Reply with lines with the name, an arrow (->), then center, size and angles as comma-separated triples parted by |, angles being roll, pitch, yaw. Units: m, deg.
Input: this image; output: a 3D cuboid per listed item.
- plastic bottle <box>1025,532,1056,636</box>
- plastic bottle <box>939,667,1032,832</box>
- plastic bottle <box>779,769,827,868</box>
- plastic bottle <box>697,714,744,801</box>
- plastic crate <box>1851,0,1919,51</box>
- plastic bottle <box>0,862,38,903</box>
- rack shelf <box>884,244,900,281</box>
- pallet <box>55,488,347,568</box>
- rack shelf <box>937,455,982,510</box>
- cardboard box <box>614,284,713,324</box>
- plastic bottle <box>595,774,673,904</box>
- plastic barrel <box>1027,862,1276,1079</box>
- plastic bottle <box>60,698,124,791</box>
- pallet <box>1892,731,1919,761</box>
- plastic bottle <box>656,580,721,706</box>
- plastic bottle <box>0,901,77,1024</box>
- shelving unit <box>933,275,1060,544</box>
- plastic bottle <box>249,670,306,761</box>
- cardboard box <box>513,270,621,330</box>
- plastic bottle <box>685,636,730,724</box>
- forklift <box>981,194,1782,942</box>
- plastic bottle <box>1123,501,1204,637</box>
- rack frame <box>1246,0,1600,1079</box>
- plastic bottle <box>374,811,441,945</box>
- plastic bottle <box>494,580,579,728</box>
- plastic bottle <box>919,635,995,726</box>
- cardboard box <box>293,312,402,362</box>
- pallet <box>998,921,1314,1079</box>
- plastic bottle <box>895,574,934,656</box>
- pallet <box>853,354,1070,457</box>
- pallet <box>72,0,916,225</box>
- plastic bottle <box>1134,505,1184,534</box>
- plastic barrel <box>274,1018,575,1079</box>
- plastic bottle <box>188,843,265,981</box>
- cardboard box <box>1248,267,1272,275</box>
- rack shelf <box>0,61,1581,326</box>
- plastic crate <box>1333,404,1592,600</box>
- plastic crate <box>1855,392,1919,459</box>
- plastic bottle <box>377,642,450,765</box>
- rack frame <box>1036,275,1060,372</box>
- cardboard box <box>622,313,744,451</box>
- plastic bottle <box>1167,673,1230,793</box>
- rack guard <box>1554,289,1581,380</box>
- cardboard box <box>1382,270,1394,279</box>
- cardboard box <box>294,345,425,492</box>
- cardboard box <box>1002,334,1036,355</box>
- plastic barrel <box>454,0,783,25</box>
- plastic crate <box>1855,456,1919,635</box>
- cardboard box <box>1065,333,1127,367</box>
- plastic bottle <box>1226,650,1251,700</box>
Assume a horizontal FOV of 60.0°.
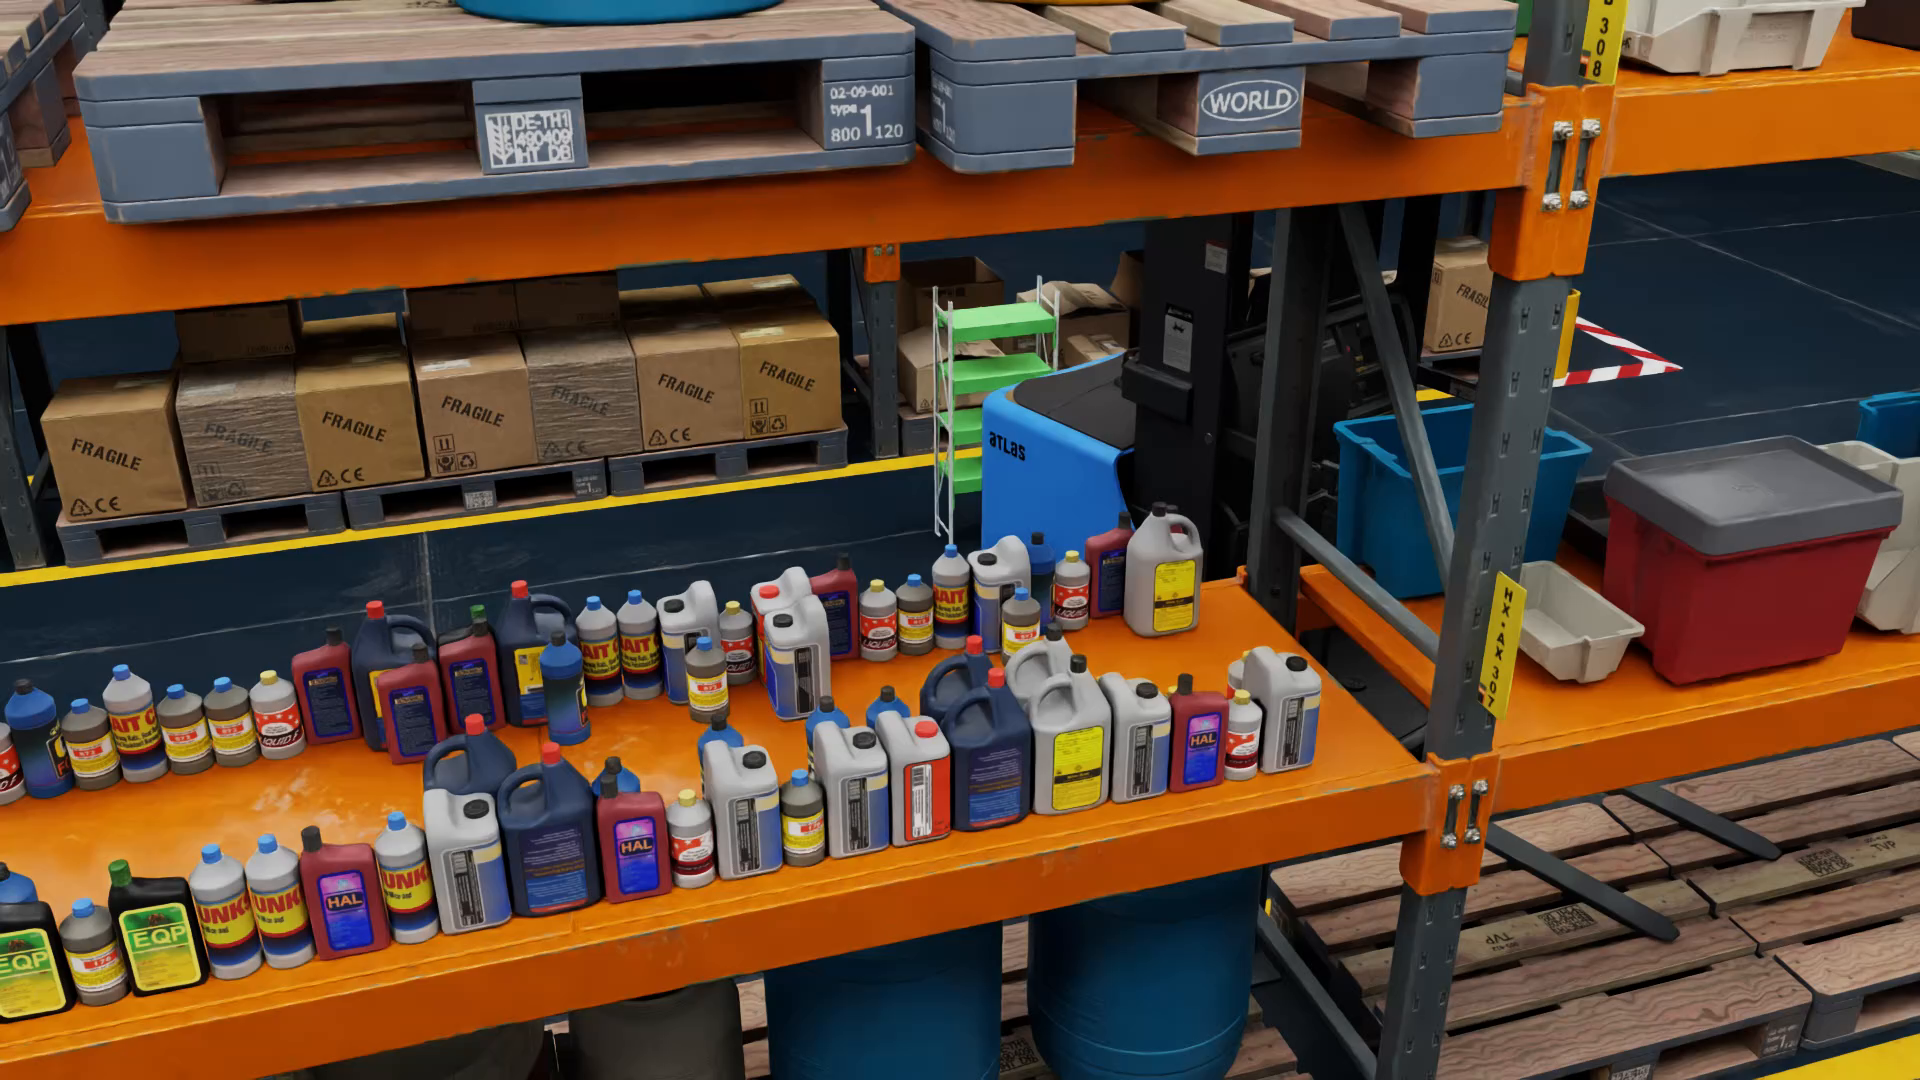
plastic bottle -> 0.198, 0.107, 4.307 | 0.097, 0.271, 0.097 | 0, 26, 0
plastic bottle -> 0.054, 0.436, 3.554 | 0.185, 0.351, 0.144 | -8, 28, -16
plastic bottle -> -0.329, 0.569, 3.453 | 0.097, 0.201, 0.097 | 0, 26, 0
plastic bottle -> -0.504, 0.492, 3.530 | 0.097, 0.271, 0.097 | 0, 26, 0
plastic crate -> 2.269, -1.217, 3.601 | 0.590, 0.269, 0.497 | -8, 28, -16
plastic bottle -> -1.749, 0.715, 3.081 | 0.097, 0.271, 0.097 | 0, 26, 0
rack shelf -> 1.374, -1.924, 9.062 | 4.000, 0.370, 1.077 | -8, 28, -16
pallet -> -3.610, -0.258, 8.033 | 1.213, 0.211, 1.003 | -8, 28, -16
rack shelf -> 0.157, -0.288, 7.664 | 0.480, 0.148, 0.258 | -8, 28, -16
cardboard box -> -1.567, -1.007, 8.721 | 0.500, 0.500, 0.500 | -8, 27, -15
plastic bottle -> -0.653, 0.588, 3.323 | 0.133, 0.283, 0.061 | -8, 28, -16
plastic barrel -> 0.480, 0.943, 4.365 | 0.708, 0.901, 0.600 | -8, 28, -16
plastic bottle -> -1.936, 0.447, 3.700 | 0.097, 0.201, 0.097 | 0, 26, 0
pallet -> 4.010, 0.919, 5.662 | 1.213, 0.211, 1.003 | -8, 28, -16
plastic bottle -> -0.657, 0.241, 4.030 | 0.135, 0.276, 0.152 | -8, 28, -16
plastic bottle -> -1.708, 0.741, 3.016 | 0.133, 0.283, 0.061 | -8, 28, -16
shelving unit -> 0.157, -0.560, 7.529 | 0.503, 1.200, 0.258 | -8, 28, -16
plastic bottle -> -1.566, 0.393, 3.808 | 0.097, 0.201, 0.097 | 0, 26, 0
cardboard box -> -2.014, -1.283, 8.435 | 0.500, 0.250, 0.500 | -8, 28, -16
plastic bottle -> -0.600, 0.325, 3.946 | 0.097, 0.201, 0.097 | 0, 26, 0
forklift -> 1.389, -0.552, 5.566 | 1.130, 2.935, 3.031 | -20, 33, -34
plastic bottle -> 0.529, 0.063, 4.306 | 0.185, 0.351, 0.144 | -8, 28, -16
rack frame -> 1.003, 0.124, 4.128 | 0.127, 3.000, 1.000 | -8, 28, -16
plastic bottle -> -1.072, 0.646, 3.221 | 0.097, 0.271, 0.097 | 0, 26, 0
plastic bottle -> -0.995, 0.255, 3.919 | 0.185, 0.351, 0.144 | -8, 28, -16
plastic bottle -> 0.009, 0.375, 3.677 | 0.185, 0.351, 0.144 | -8, 28, -16
cardboard box -> -3.022, -0.797, 8.299 | 0.500, 0.500, 0.500 | -9, 28, -18
pallet -> 0.256, 1.461, 4.569 | 1.213, 0.211, 1.003 | -8, 28, -16
plastic bottle -> -0.115, 0.183, 4.231 | 0.097, 0.201, 0.097 | 0, 26, 0
pallet -> 0.125, -0.816, 9.157 | 1.213, 0.211, 1.003 | -8, 28, -16
pallet -> -0.790, -0.829, 2.885 | 1.213, 0.211, 1.003 | -8, 28, -16
plastic bottle -> 0.522, 0.046, 4.415 | 0.133, 0.283, 0.061 | -8, 28, -16
plastic barrel -> -1.267, 1.336, 3.925 | 0.708, 0.588, 0.600 | -8, 28, -16
plastic bottle -> -1.384, 0.691, 3.130 | 0.097, 0.271, 0.097 | 0, 26, 0
cardboard box -> 1.720, -1.395, 9.784 | 0.500, 0.250, 0.500 | -8, 28, -16
rack shelf -> -0.899, -0.622, 3.066 | 4.000, 0.370, 1.077 | -8, 28, -16
plastic crate -> 1.341, -0.105, 4.538 | 0.575, 0.384, 0.392 | -8, 28, -16
plastic crate -> 2.932, -0.262, 5.025 | 0.300, 0.233, 0.416 | -8, 28, -16
plastic bottle -> -1.241, 0.369, 3.765 | 0.133, 0.283, 0.061 | -8, 28, -16
rack frame -> 0.389, -0.594, 7.597 | 0.015, 1.200, 0.240 | -8, 28, -16
cardboard box -> -1.381, -0.795, 8.295 | 0.500, 0.500, 0.500 | -8, 28, -16
plastic bottle -> 0.522, 0.418, 3.666 | 0.133, 0.283, 0.061 | -8, 28, -16
rack guard -> 3.203, -1.392, 9.992 | 0.348, 0.500, 1.175 | -8, 28, -16
cardboard box -> 2.771, -1.530, 10.170 | 0.250, 0.149, 0.380 | -8, 28, -16
cardboard box -> -2.835, -0.581, 7.864 | 0.500, 0.500, 0.500 | -9, 28, -17
cardboard box -> 0.264, -1.167, 9.438 | 0.250, 0.149, 0.380 | -8, 28, -16
plastic barrel -> -0.573, -1.333, 2.652 | 0.708, 0.901, 0.600 | -8, 28, -16
plastic crate -> 2.512, 0.017, 4.408 | 0.530, 0.282, 0.437 | -8, 28, -16
cardboard box -> 0.758, -0.989, 9.060 | 0.250, 0.166, 0.380 | -8, 28, -16
plastic bottle -> 0.672, 0.353, 3.888 | 0.097, 0.201, 0.097 | 0, 26, 0
